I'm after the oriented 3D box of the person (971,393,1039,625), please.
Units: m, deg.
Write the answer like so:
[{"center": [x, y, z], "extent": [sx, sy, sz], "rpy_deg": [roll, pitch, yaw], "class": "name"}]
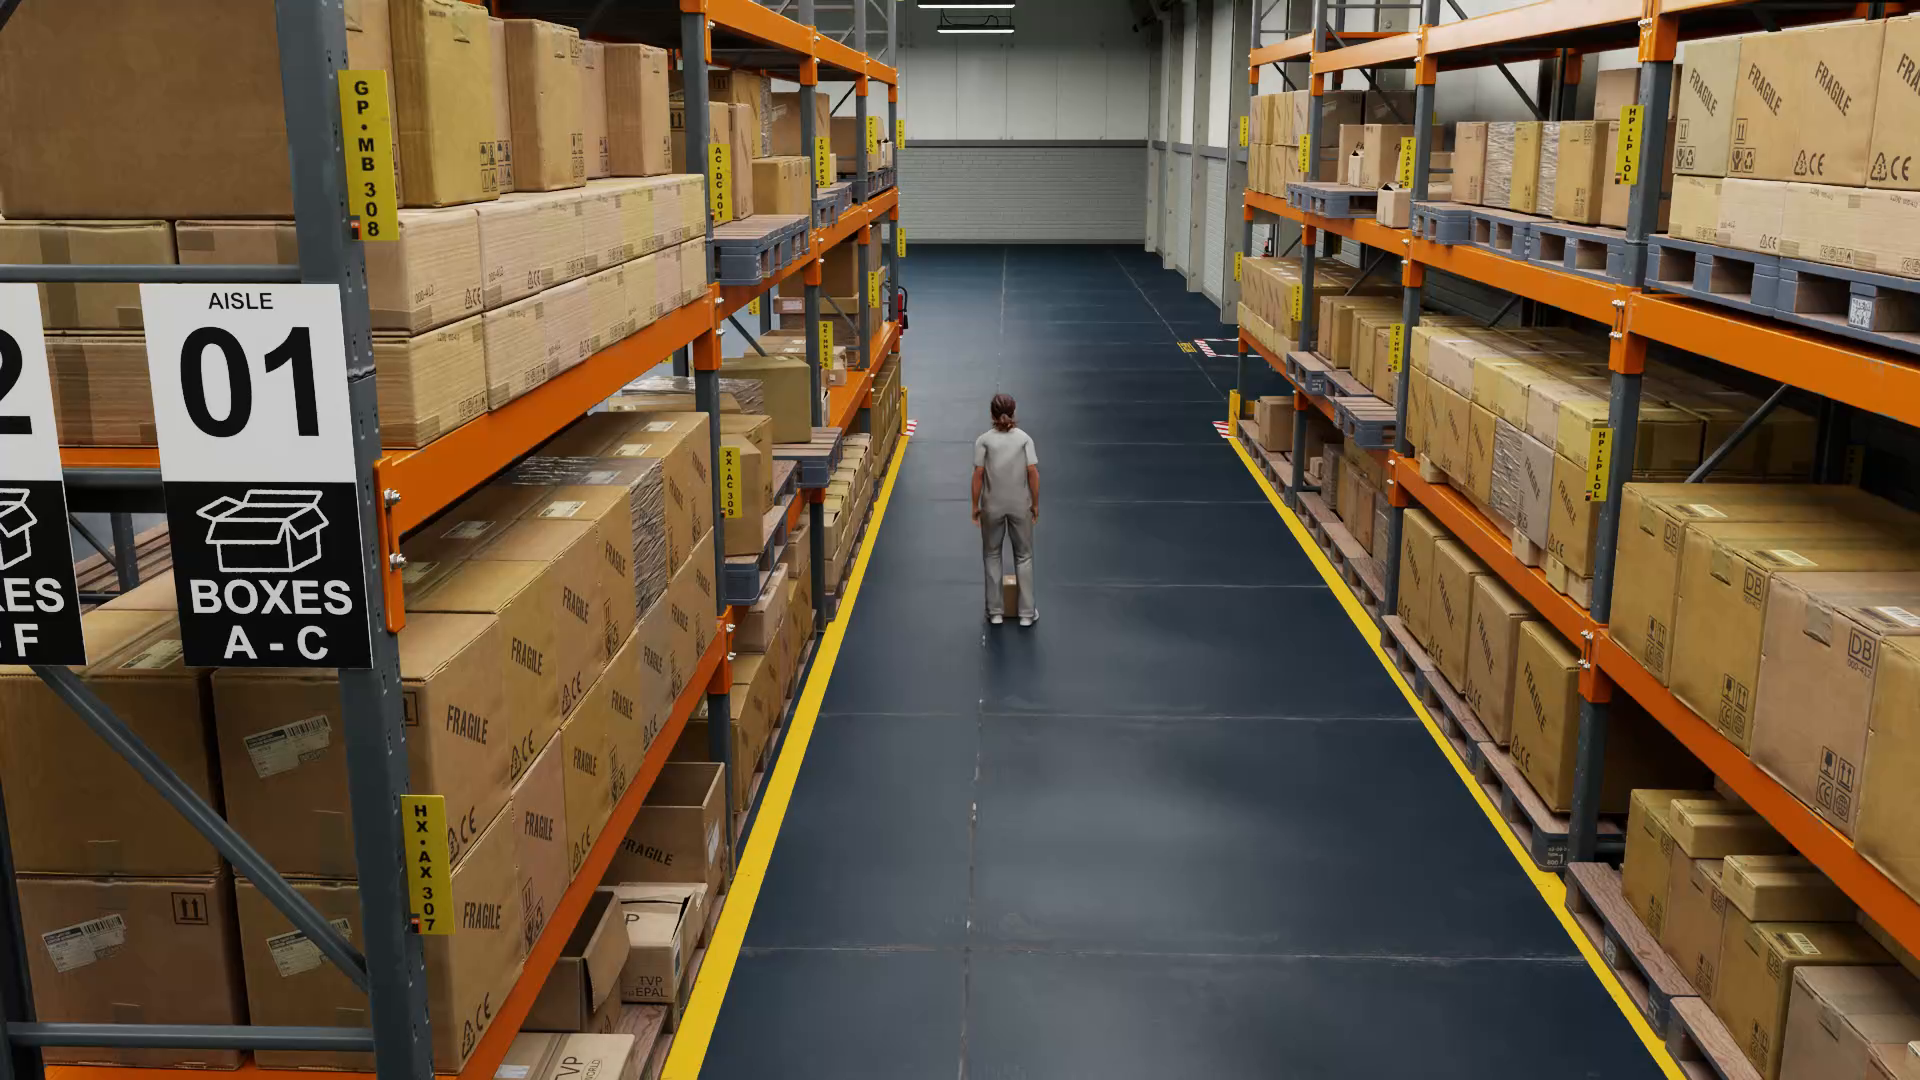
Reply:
[{"center": [0.328, -0.221, 11.895], "extent": [0.503, 1.671, 0.416], "rpy_deg": [0, 14, -1], "class": "person"}]
